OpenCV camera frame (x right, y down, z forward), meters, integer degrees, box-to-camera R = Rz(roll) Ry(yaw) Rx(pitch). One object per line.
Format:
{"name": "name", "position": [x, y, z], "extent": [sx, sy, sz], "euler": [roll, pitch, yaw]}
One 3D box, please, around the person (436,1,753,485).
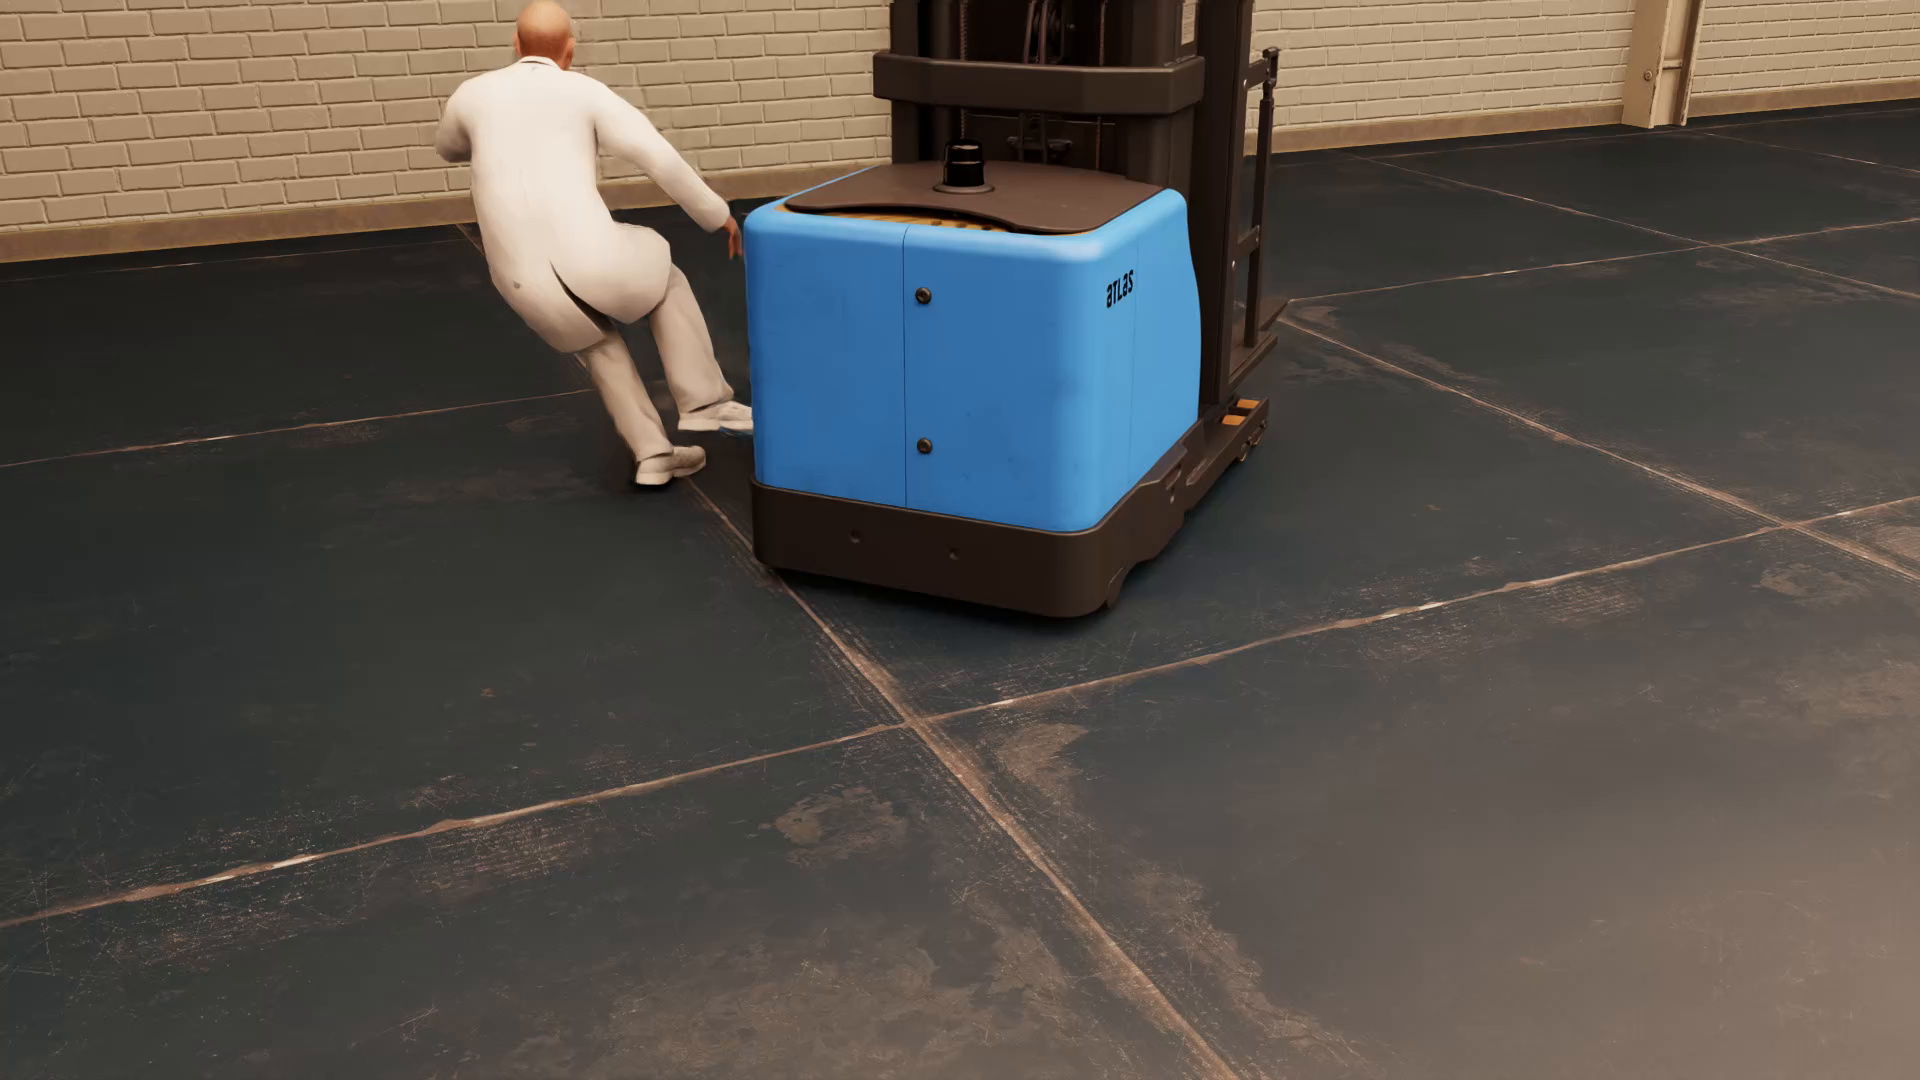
{"name": "person", "position": [-1.169, -0.994, 5.539], "extent": [1.124, 1.533, 0.938], "euler": [-1, 23, -2]}

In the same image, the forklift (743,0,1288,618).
{"name": "forklift", "position": [0.454, -1.679, 5.329], "extent": [1.130, 2.935, 3.031], "euler": [9, 24, 22]}
